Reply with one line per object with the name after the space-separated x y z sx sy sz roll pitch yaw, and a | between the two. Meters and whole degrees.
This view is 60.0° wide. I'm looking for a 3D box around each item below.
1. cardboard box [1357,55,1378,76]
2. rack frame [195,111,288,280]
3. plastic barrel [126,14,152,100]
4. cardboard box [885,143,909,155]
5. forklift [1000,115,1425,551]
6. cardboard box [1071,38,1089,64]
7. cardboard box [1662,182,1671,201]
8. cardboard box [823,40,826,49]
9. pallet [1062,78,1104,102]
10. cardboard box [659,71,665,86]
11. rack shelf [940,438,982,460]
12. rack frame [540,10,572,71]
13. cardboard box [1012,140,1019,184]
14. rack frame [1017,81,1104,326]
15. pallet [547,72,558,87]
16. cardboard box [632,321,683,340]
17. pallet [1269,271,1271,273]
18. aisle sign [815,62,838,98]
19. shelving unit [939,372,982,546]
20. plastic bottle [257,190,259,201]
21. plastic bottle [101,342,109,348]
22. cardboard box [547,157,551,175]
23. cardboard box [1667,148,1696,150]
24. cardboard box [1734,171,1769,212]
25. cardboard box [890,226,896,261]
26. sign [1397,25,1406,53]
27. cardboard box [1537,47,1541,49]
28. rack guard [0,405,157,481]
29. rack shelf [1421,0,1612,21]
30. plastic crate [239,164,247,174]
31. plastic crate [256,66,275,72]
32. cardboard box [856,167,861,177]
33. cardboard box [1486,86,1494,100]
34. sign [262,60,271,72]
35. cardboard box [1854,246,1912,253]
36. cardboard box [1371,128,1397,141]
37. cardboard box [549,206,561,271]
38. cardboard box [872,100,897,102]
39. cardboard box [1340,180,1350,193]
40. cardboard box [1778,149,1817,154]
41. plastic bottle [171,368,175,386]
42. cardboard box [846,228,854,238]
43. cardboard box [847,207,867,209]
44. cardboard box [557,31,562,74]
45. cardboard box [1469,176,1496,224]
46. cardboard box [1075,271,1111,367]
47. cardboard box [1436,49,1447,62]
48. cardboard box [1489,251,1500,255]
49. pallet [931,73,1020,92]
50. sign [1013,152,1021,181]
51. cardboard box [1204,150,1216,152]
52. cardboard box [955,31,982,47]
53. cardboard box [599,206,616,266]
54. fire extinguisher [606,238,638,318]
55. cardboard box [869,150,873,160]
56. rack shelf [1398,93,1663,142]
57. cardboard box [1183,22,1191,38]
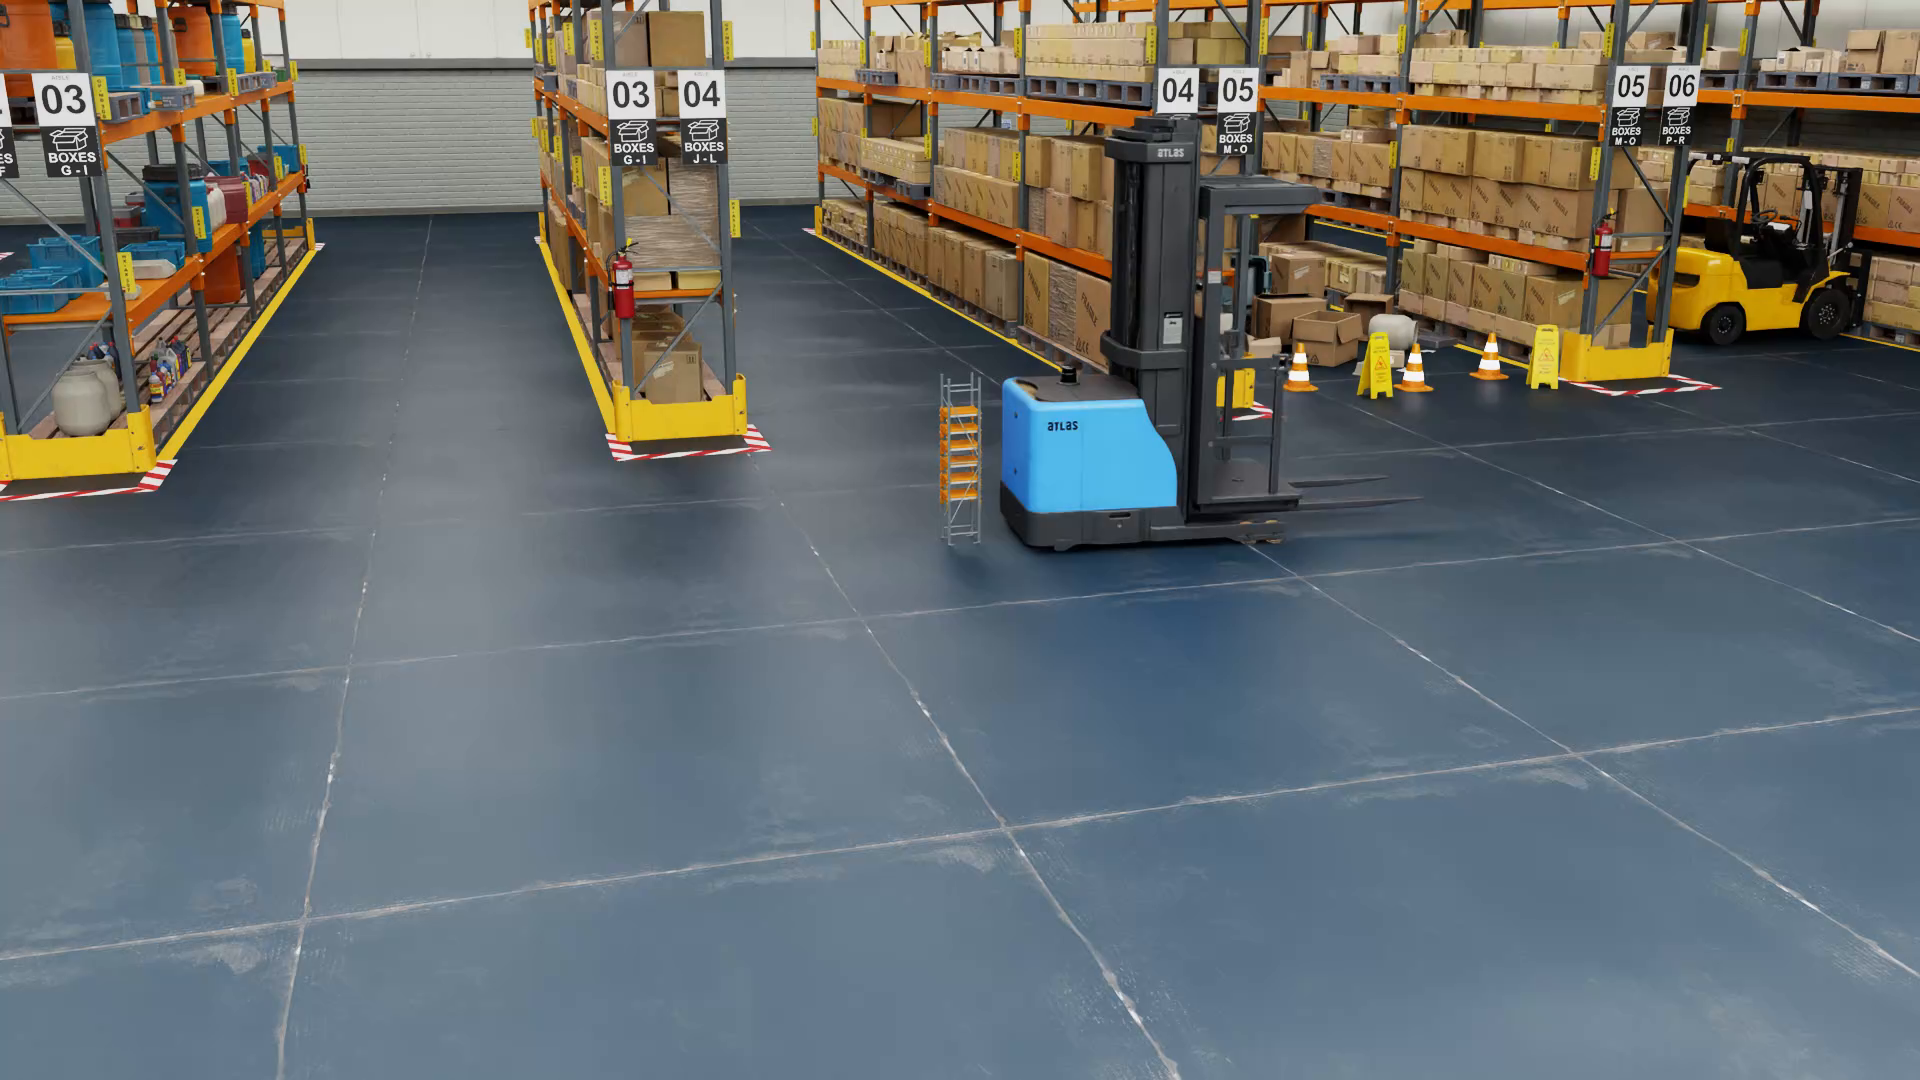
5.477 -6.129 21.458 0.500 0.250 0.500 -4 17 -15 | cardboard box
-10.578 -5.310 24.417 1.000 3.000 0.127 -5 17 -15 | rack frame
-8.908 -5.079 17.560 0.600 0.901 0.600 0 17 0 | plastic barrel
-0.919 -5.855 24.901 0.380 0.149 0.250 -4 17 -14 | cardboard box
1.867 -1.514 11.897 3.031 2.935 1.130 -3 17 -10 | forklift
1.464 -5.033 17.120 0.500 0.250 0.500 -5 17 -15 | cardboard box
10.149 -4.852 23.150 0.500 0.250 0.500 -5 17 -16 | cardboard box
-2.191 -8.707 29.210 0.380 0.149 0.250 -5 17 -15 | cardboard box
1.726 -4.683 17.270 1.003 0.211 1.213 -5 17 -15 | pallet
-2.537 -4.172 14.981 0.380 0.149 0.250 -5 17 -16 | cardboard box
0.004 -0.643 11.744 0.258 0.103 0.180 -5 17 -15 | rack shelf
-5.816 -8.575 24.857 1.000 3.000 0.127 -5 17 -15 | rack frame
1.037 -4.517 19.863 0.700 0.500 0.500 -5 17 -16 | cardboard box
1.180 -3.853 19.566 1.000 3.000 0.127 -5 17 -15 | rack frame
-5.255 -6.425 23.240 1.003 0.211 1.213 -4 17 -13 | pallet
-3.024 -1.898 16.672 0.500 0.500 0.500 -3 17 -10 | cardboard box
5.025 -3.827 24.326 1.003 0.211 1.213 -5 17 -15 | pallet
-2.427 -8.414 30.230 0.394 0.787 0.004 -5 17 -15 | aisle sign
0.004 -0.571 11.766 0.258 1.200 0.189 -5 17 -15 | shelving unit
-9.825 -4.824 23.143 0.097 0.201 0.097 0 17 0 | plastic bottle
-8.713 -1.879 16.970 0.097 0.271 0.097 0 17 0 | plastic bottle
-6.189 -5.874 26.036 0.500 0.250 0.500 -5 17 -16 | cardboard box
10.418 -5.564 23.960 0.380 0.149 0.250 -5 17 -15 | cardboard box
10.554 -4.571 21.780 0.500 0.500 0.500 -5 17 -17 | cardboard box
-0.767 -4.555 25.516 0.500 0.500 0.500 -4 17 -14 | cardboard box
5.379 -6.100 20.250 0.100 0.325 0.005 -5 17 -15 | sign
9.234 -7.623 25.954 0.380 0.149 0.250 -5 18 -17 | cardboard box
-7.346 -0.811 13.784 1.175 0.500 0.348 -5 17 -15 | rack guard
9.034 -8.663 27.095 1.077 0.370 4.000 -5 17 -15 | rack shelf
-11.482 -5.824 26.313 0.416 0.233 0.300 -5 17 -15 | plastic crate
-10.656 -7.050 25.220 0.497 0.269 0.590 -5 17 -15 | plastic crate
-1.498 -6.069 27.379 0.380 0.149 0.250 -5 17 -17 | cardboard box
6.185 -5.056 18.792 0.380 0.149 0.250 -5 17 -15 | cardboard box
-10.049 -6.794 24.127 0.100 0.325 0.005 -5 17 -15 | sign
11.430 -3.490 20.668 0.500 0.250 0.500 -5 17 -16 | cardboard box
5.724 -5.425 22.250 0.380 0.149 0.250 -4 17 -12 | cardboard box
-5.374 -4.463 24.559 1.225 0.875 0.875 -5 18 -17 | cardboard box
-1.314 -7.305 28.630 0.500 0.500 0.500 -5 18 -17 | cardboard box
5.270 -4.687 22.048 0.380 0.149 0.250 -5 17 -15 | cardboard box
10.723 -4.920 21.300 0.380 0.149 0.250 -5 17 -16 | cardboard box
-7.684 -1.594 16.145 0.097 0.201 0.097 0 17 0 | plastic bottle
-1.739 -5.270 28.507 0.380 0.149 0.250 -5 17 -15 | cardboard box
-1.759 -5.697 28.895 0.380 0.149 0.250 -5 17 -15 | cardboard box
-4.699 -6.028 20.550 0.500 0.500 0.500 -5 17 -15 | cardboard box
6.208 -3.904 19.044 0.500 0.500 0.500 -4 17 -15 | cardboard box
1.785 -2.356 17.544 0.875 0.875 0.875 -5 17 -16 | cardboard box
5.847 -5.714 19.598 0.380 0.149 0.250 -5 18 -17 | cardboard box
6.473 -3.233 20.247 0.500 0.500 0.500 -4 17 -14 | cardboard box
0.308 -6.132 22.266 1.213 0.211 1.003 -4 17 -13 | pallet
0.661 -4.324 19.259 0.100 0.325 0.005 -5 17 -15 | sign
4.130 -5.942 25.911 0.500 0.250 0.500 -5 17 -17 | cardboard box
0.093 -7.087 23.613 0.396 0.266 0.258 -5 17 -15 | cardboard box
-2.895 -2.856 15.555 0.875 0.500 0.500 -5 17 -15 | cardboard box
-2.930 -2.277 14.454 0.296 0.674 0.183 -5 17 -15 | fire extinguisher
-1.208 -6.001 25.906 0.380 0.149 0.250 -4 17 -14 | cardboard box
6.461 -4.811 18.792 1.077 0.370 4.000 -5 17 -15 | rack shelf
2.355 -4.952 16.155 0.380 0.149 0.250 -5 17 -16 | cardboard box
